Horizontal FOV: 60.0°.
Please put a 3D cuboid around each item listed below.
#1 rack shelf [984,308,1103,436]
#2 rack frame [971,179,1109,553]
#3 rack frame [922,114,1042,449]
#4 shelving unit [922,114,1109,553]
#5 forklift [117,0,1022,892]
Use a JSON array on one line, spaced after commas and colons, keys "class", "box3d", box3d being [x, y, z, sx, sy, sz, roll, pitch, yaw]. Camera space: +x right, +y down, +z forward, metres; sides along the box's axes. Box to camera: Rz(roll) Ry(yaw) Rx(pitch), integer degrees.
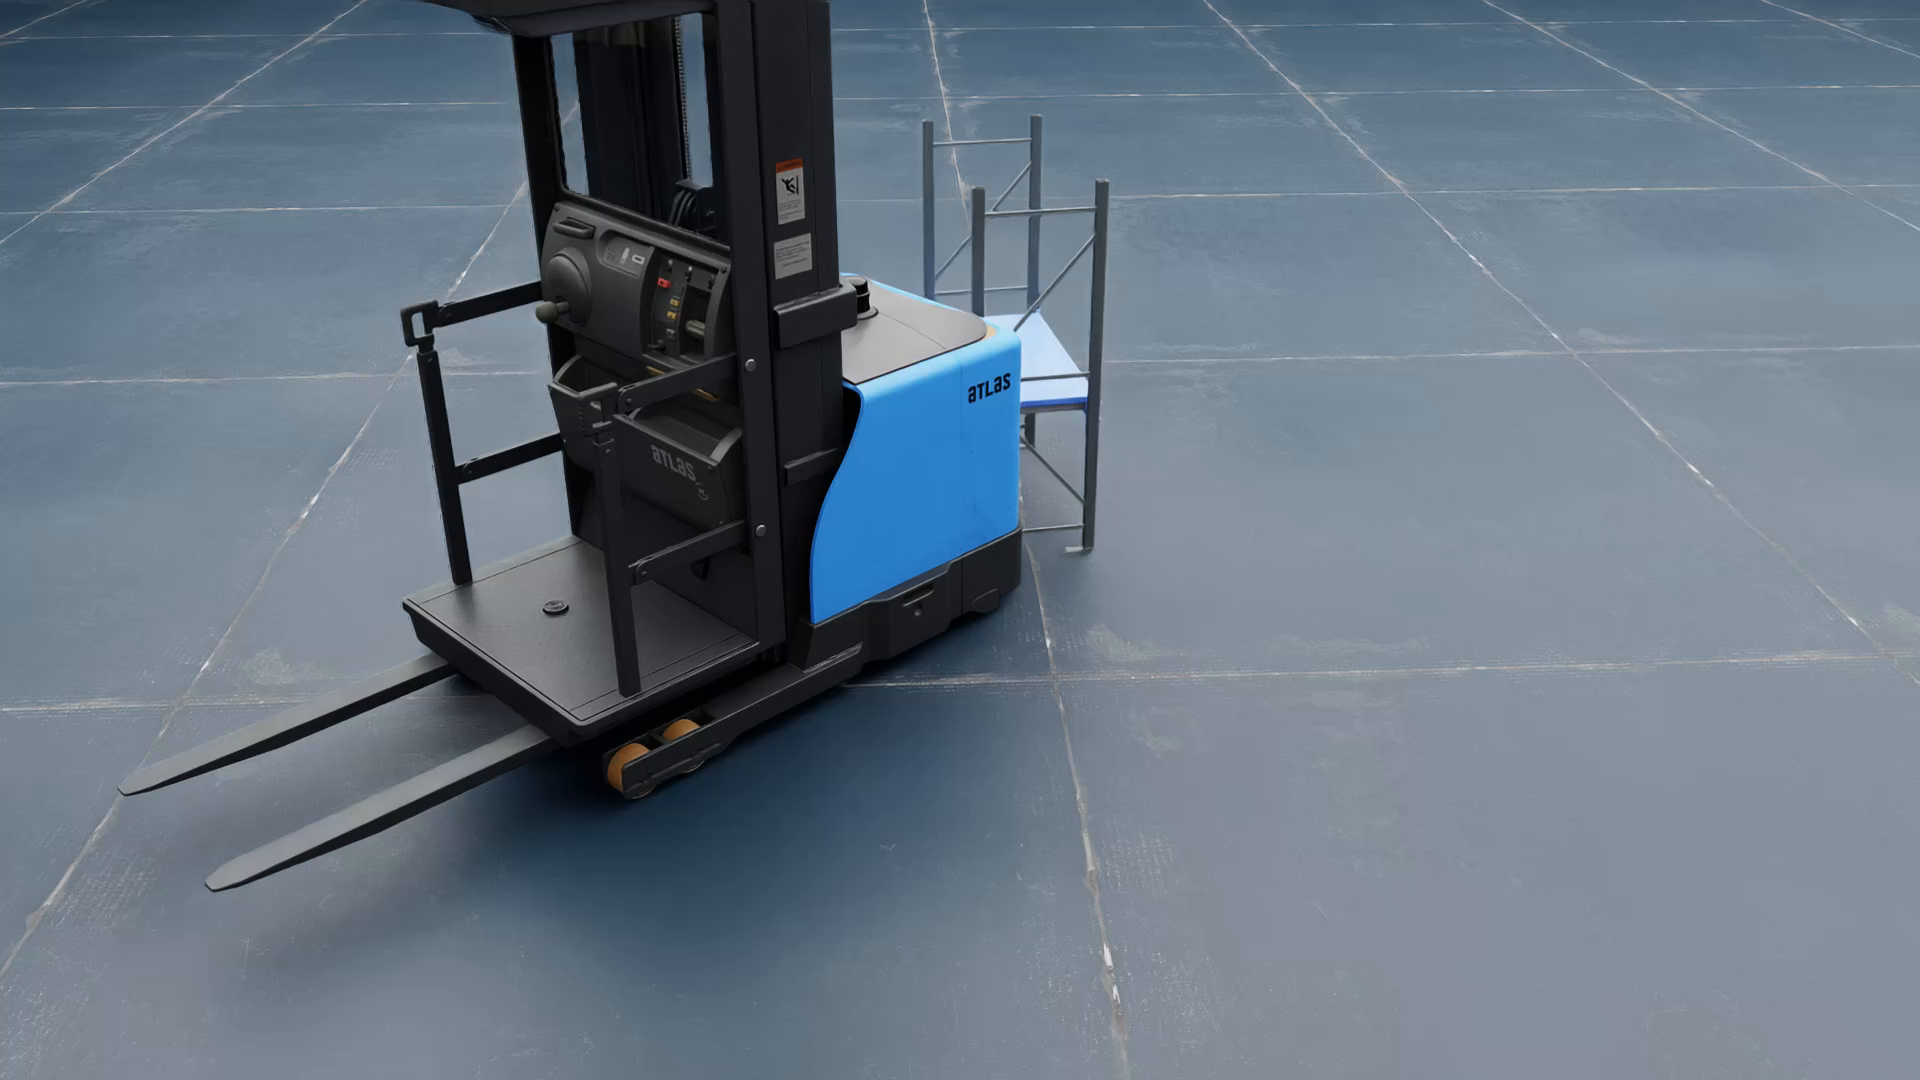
[{"class": "rack shelf", "box3d": [0.191, -0.680, 6.820, 0.538, 0.185, 1.000, -5, 28, -10]}, {"class": "rack frame", "box3d": [0.289, -0.609, 6.295, 0.500, 1.500, 0.032, -5, 28, -10]}, {"class": "rack frame", "box3d": [0.092, -1.070, 7.179, 0.500, 1.500, 0.032, -5, 28, -10]}, {"class": "shelving unit", "box3d": [0.191, -0.839, 6.737, 0.538, 1.500, 1.048, -5, 28, -10]}, {"class": "forklift", "box3d": [-1.168, -0.762, 5.042, 3.031, 2.935, 1.130, -25, 36, -39]}]
